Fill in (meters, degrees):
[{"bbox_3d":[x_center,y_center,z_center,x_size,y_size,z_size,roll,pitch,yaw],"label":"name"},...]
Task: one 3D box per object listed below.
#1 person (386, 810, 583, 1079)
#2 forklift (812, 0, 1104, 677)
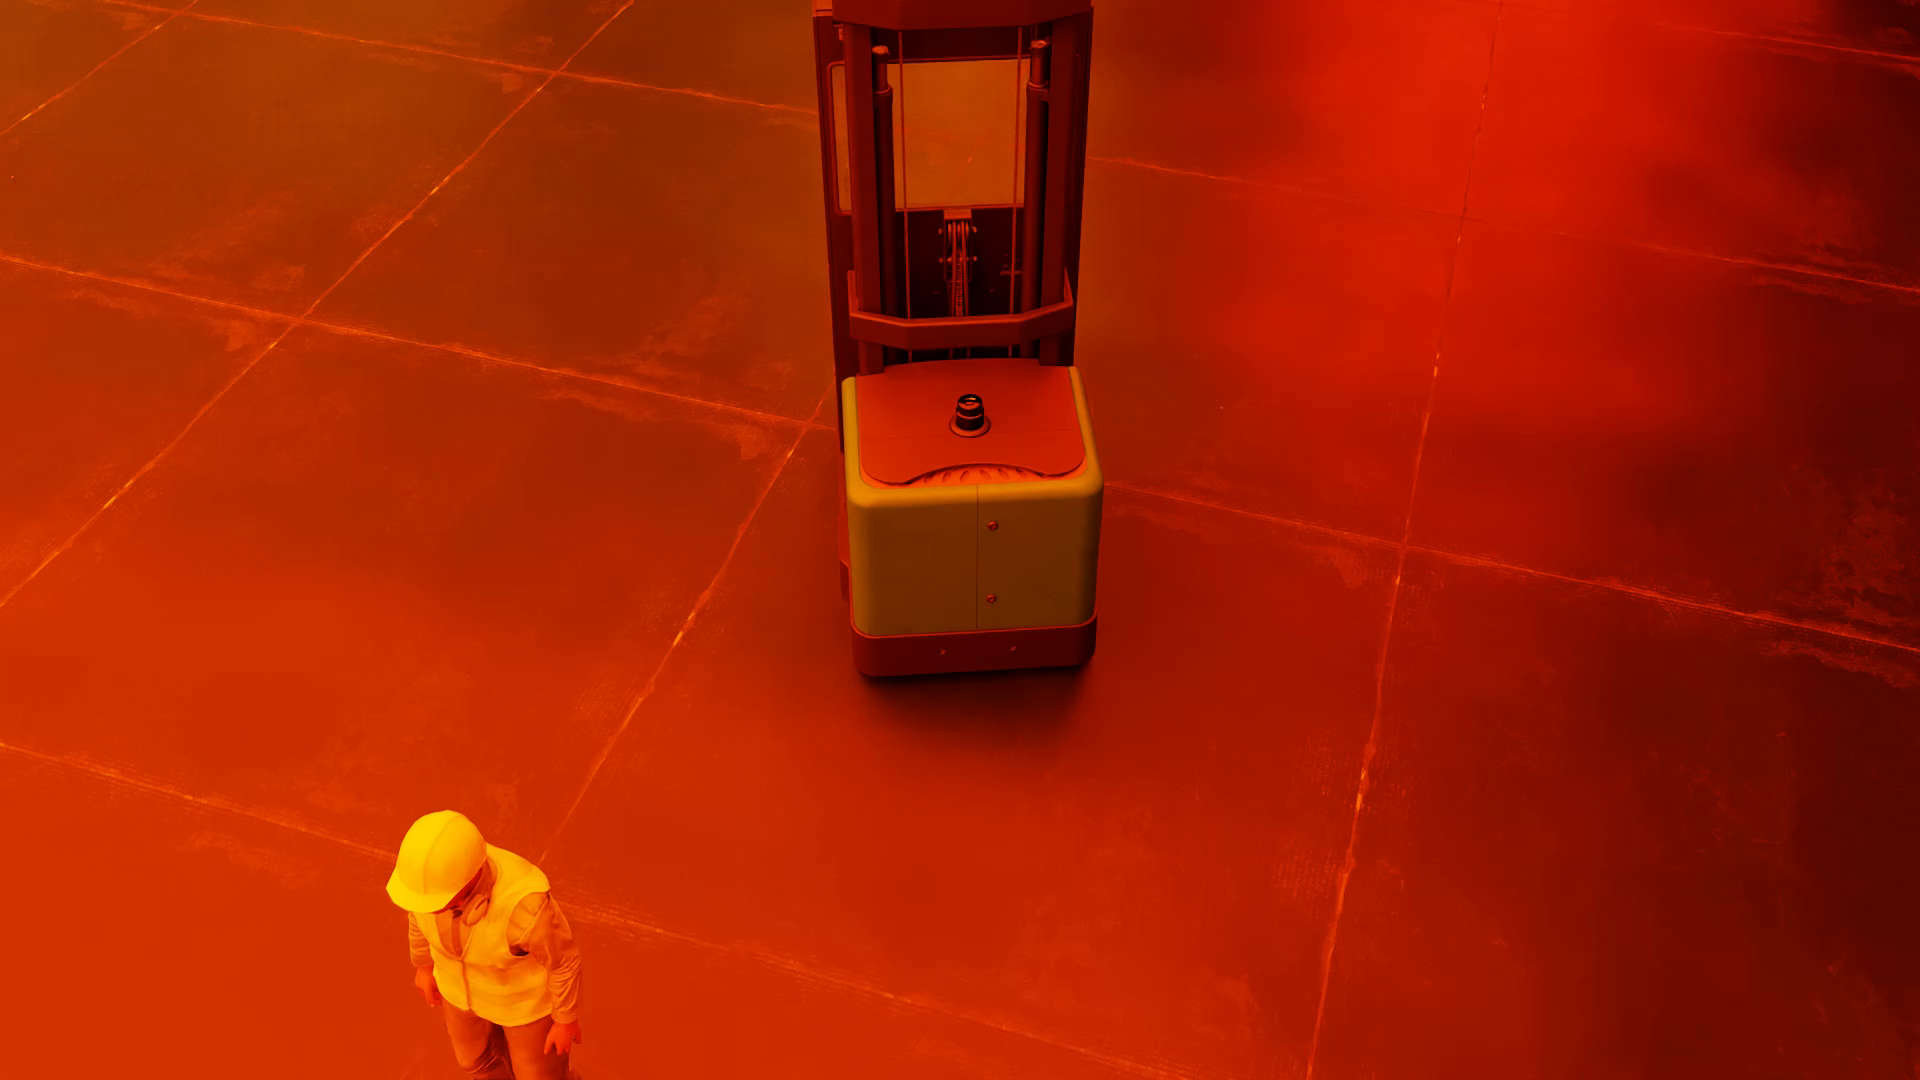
[{"bbox_3d":[-1.406,1.367,5.072,0.590,1.770,0.465,17,45,17],"label":"person"},{"bbox_3d":[-0.048,-1.486,7.287,1.130,2.935,3.031,-3,43,-3],"label":"forklift"}]
